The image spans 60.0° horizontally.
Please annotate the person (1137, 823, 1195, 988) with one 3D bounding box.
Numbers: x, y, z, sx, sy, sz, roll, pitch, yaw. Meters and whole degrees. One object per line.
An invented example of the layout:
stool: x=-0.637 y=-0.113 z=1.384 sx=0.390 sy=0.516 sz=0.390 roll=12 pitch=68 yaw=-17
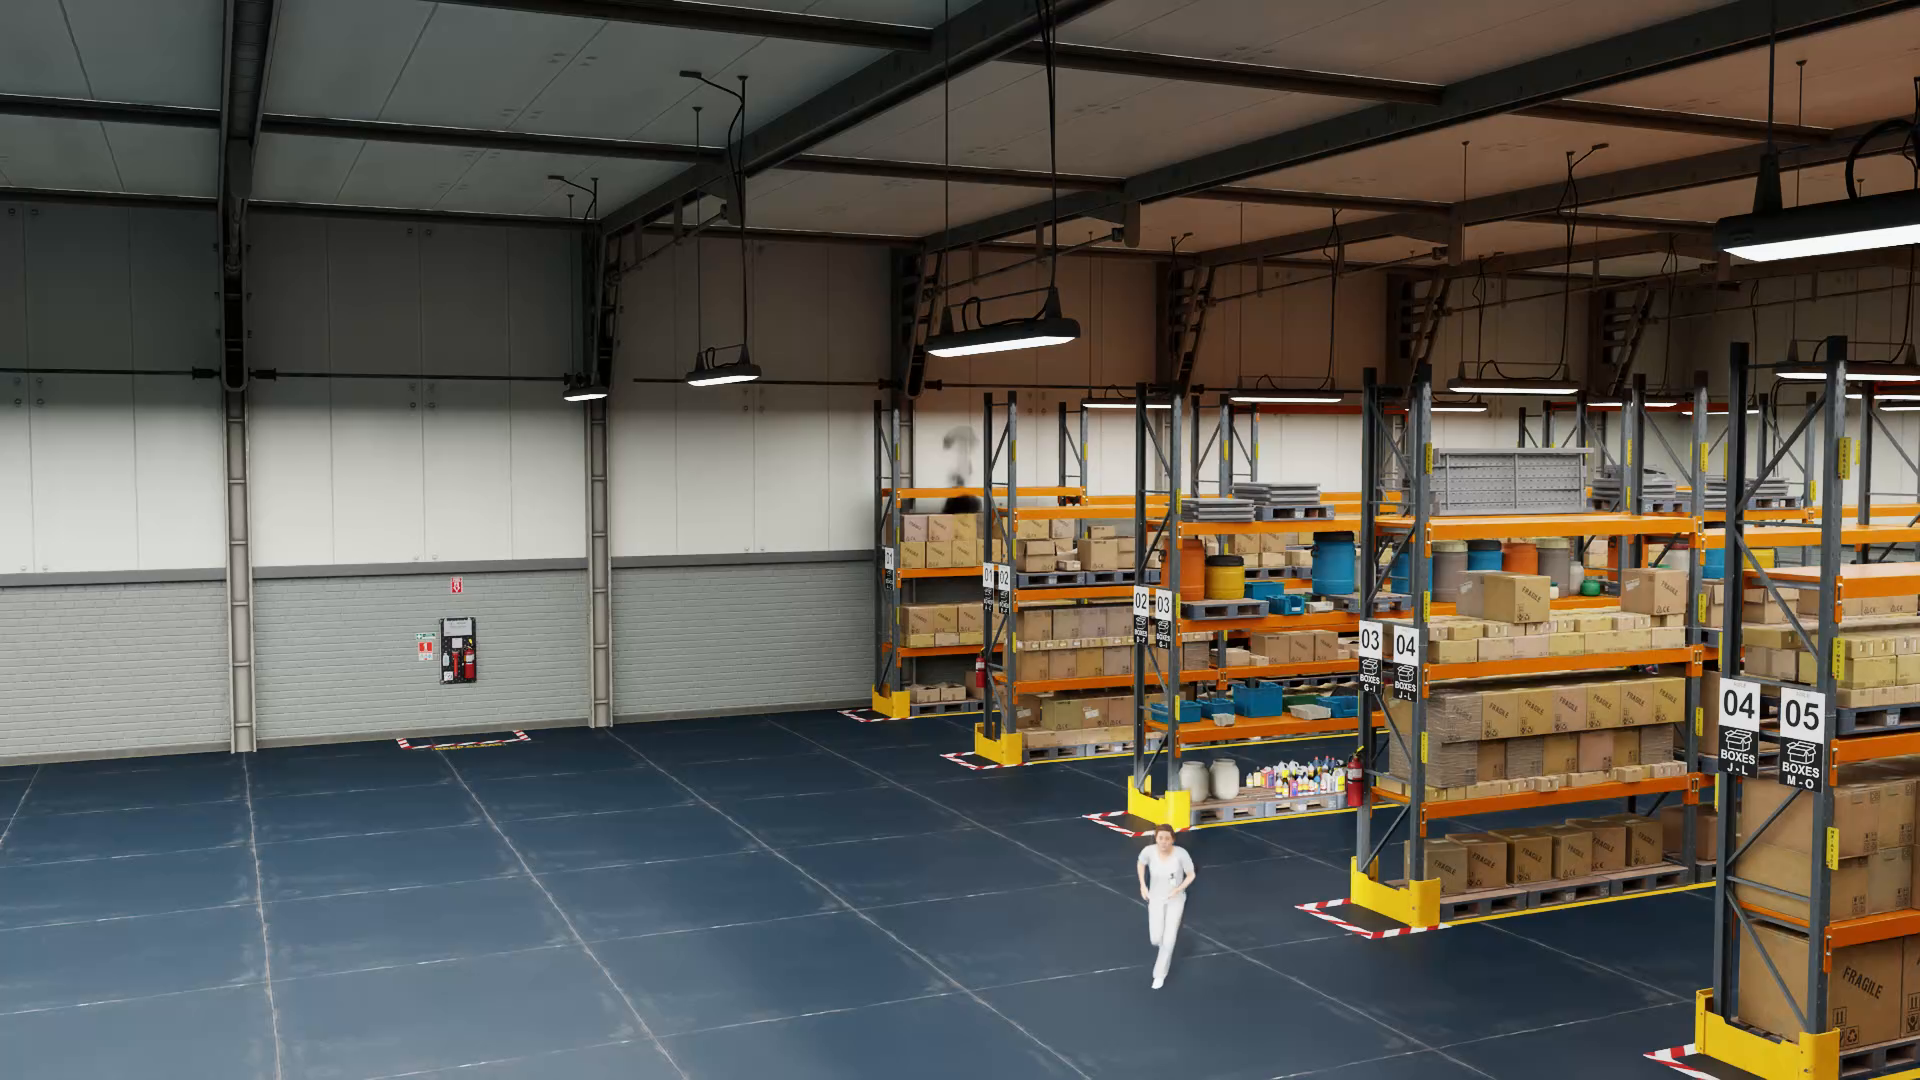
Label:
person: x=1.971 y=3.459 z=15.907 sx=0.555 sy=1.601 sz=0.709 roll=1 pitch=3 yaw=10
